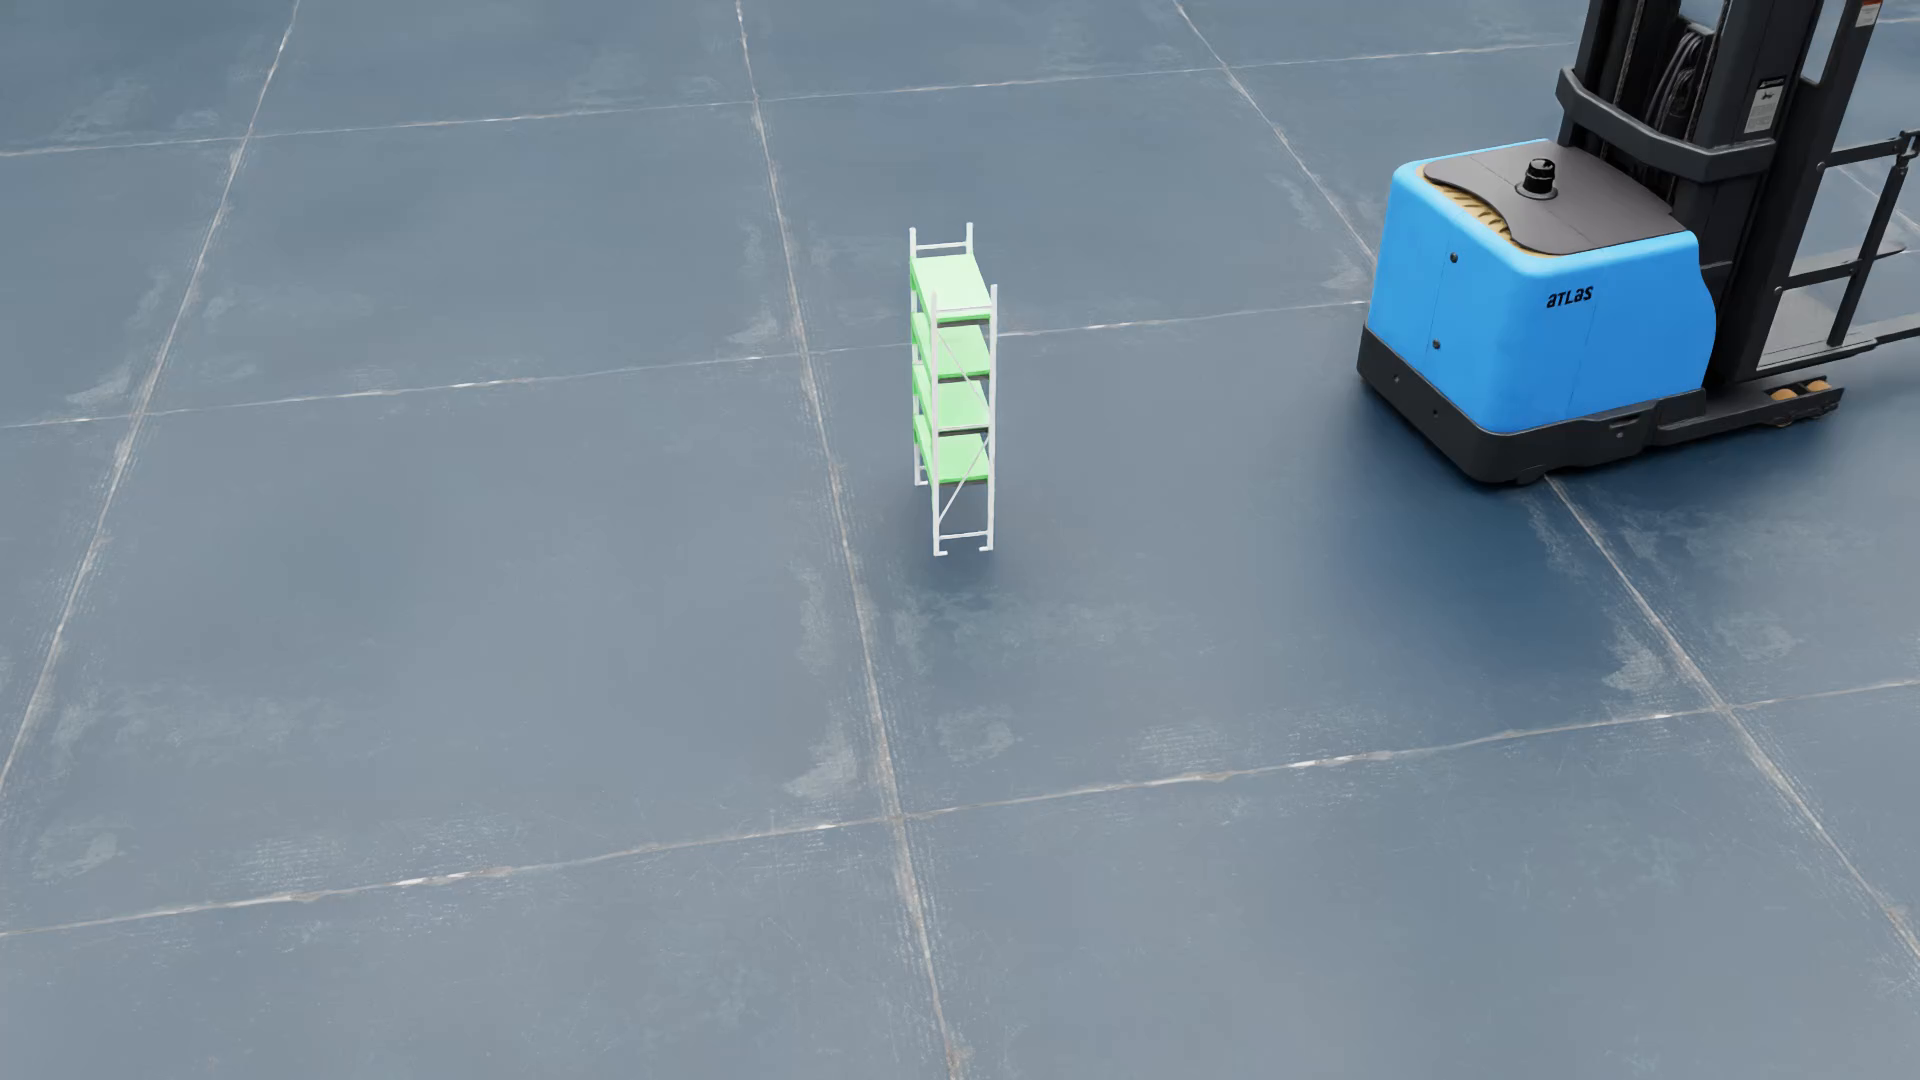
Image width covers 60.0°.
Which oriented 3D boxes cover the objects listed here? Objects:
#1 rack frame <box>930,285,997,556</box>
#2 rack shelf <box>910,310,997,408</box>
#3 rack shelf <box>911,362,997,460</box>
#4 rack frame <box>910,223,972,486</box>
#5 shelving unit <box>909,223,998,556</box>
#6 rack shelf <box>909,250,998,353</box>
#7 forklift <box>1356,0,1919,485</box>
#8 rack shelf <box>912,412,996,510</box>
[{"bbox_3d":[0.014,-0.426,6.321,0.240,1.200,0.015,-6,38,-8],"label":"rack frame"},{"bbox_3d":[-0.029,-0.713,6.403,0.258,0.148,0.480,-6,38,-8],"label":"rack shelf"},{"bbox_3d":[-0.029,-0.523,6.550,0.258,0.148,0.480,-6,38,-8],"label":"rack shelf"},{"bbox_3d":[-0.072,-0.721,6.700,0.240,1.200,0.015,-6,38,-8],"label":"rack frame"},{"bbox_3d":[-0.029,-0.574,6.511,0.258,1.200,0.503,-6,38,-8],"label":"shelving unit"},{"bbox_3d":[-0.029,-0.902,6.255,0.258,0.148,0.480,-6,38,-8],"label":"rack shelf"},{"bbox_3d":[3.393,-1.950,6.872,3.031,2.935,1.130,-13,40,-16],"label":"forklift"},{"bbox_3d":[-0.029,-0.334,6.697,0.258,0.148,0.480,-6,38,-8],"label":"rack shelf"}]
